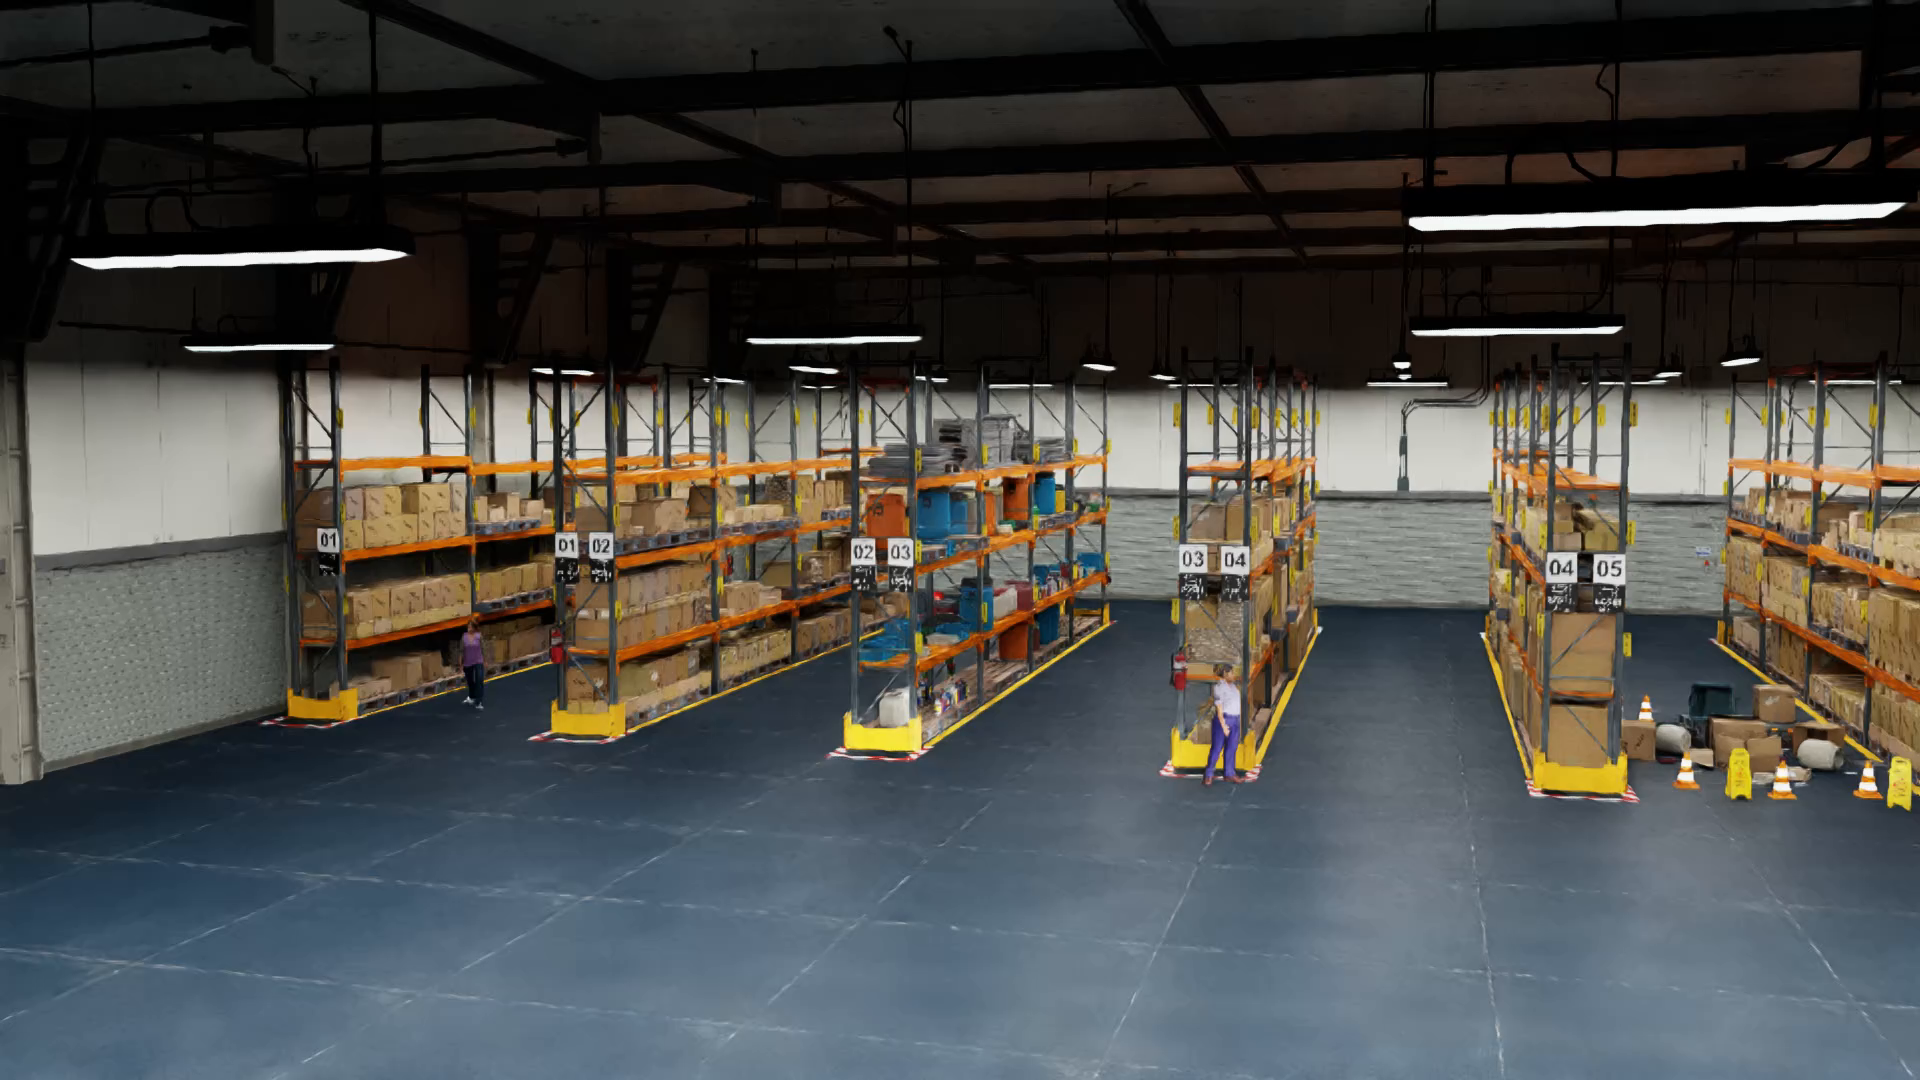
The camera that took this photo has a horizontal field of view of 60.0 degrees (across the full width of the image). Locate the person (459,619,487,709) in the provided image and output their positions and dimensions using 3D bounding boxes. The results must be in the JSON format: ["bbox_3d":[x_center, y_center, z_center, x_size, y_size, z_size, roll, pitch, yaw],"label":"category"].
[{"bbox_3d":[-8.414,2.122,28.721,0.452,1.536,0.880,-1,4,-8],"label":"person"}]

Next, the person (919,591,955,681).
[{"bbox_3d":[-0.404,1.820,31.419,0.534,1.726,1.038,2,5,25],"label":"person"}]

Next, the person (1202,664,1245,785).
[{"bbox_3d":[3.592,2.512,22.727,0.433,1.648,0.680,3,5,39],"label":"person"}]
